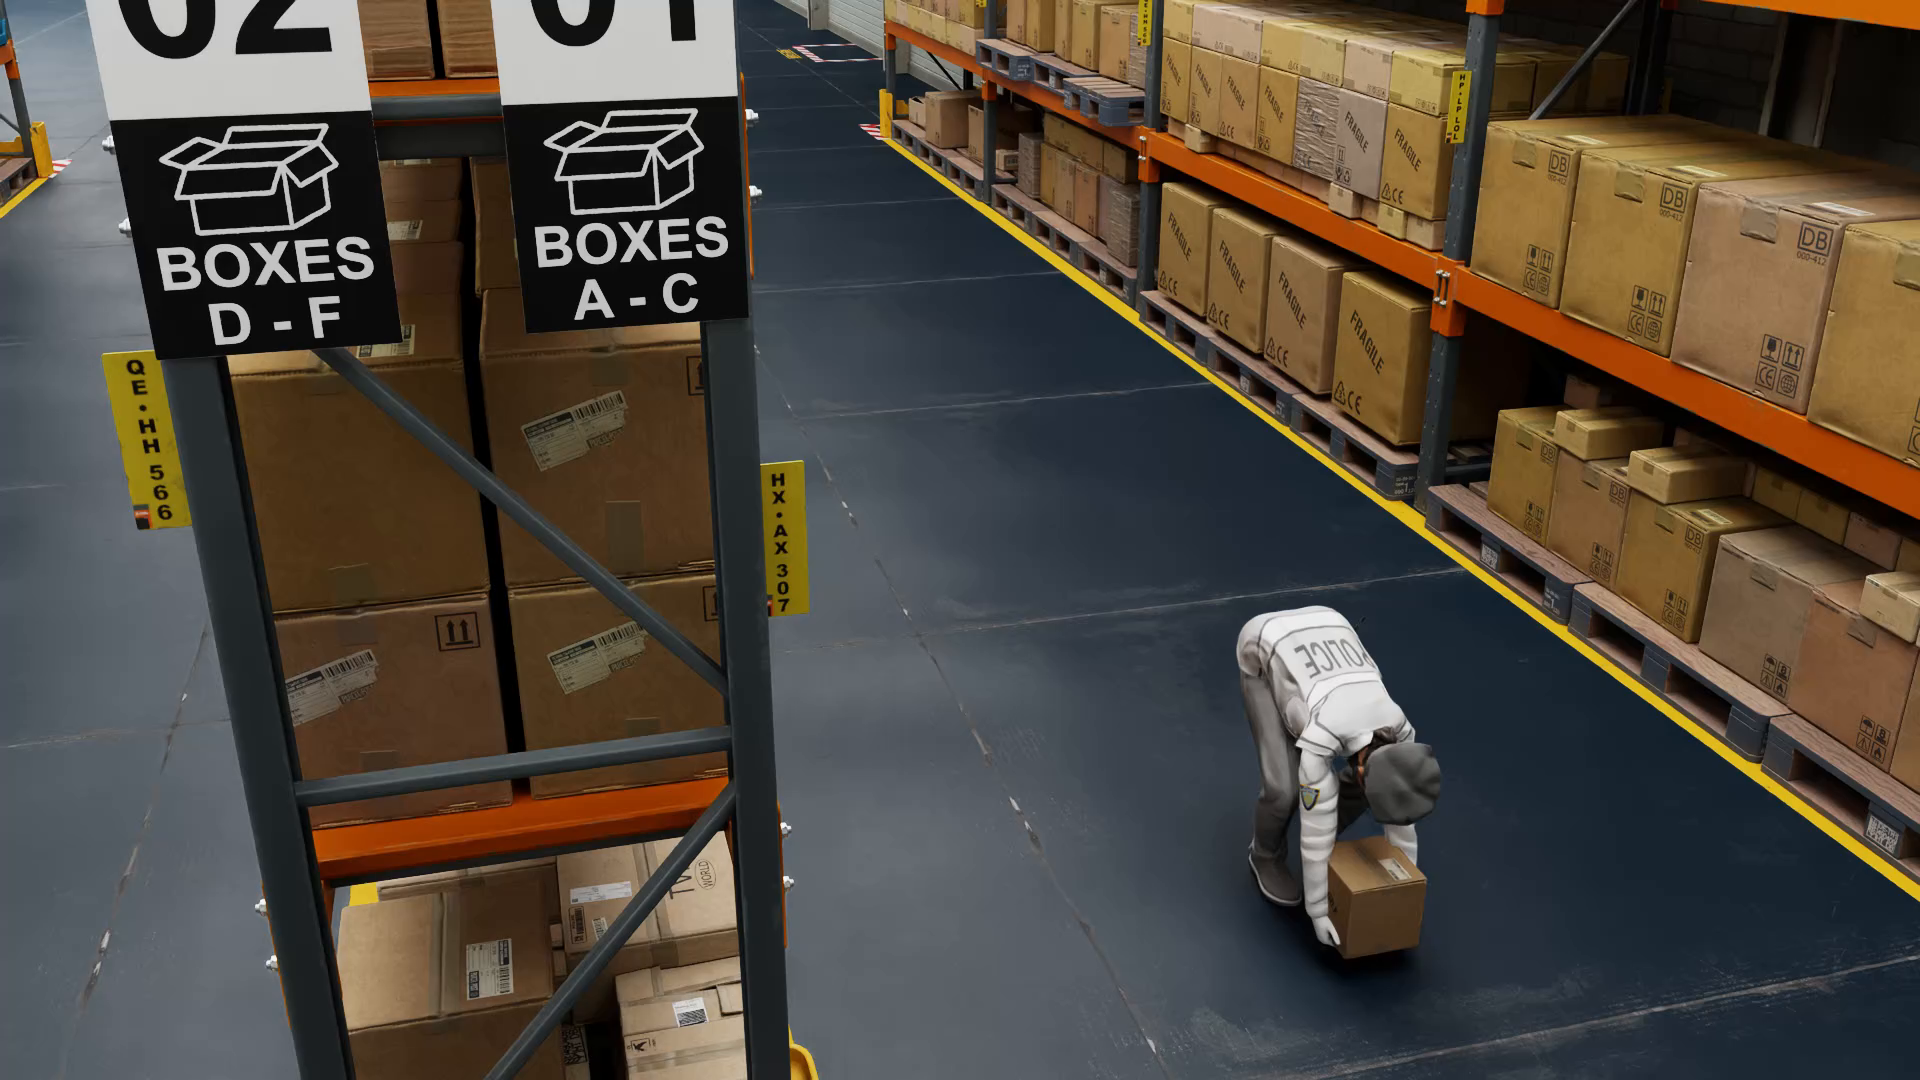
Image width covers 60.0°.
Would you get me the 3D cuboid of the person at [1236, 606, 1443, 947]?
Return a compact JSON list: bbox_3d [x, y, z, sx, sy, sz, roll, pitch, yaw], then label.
[{"bbox_3d":[1.184,0.749,5.272,0.448,0.933,0.886,-7,24,-17],"label":"person"}]
